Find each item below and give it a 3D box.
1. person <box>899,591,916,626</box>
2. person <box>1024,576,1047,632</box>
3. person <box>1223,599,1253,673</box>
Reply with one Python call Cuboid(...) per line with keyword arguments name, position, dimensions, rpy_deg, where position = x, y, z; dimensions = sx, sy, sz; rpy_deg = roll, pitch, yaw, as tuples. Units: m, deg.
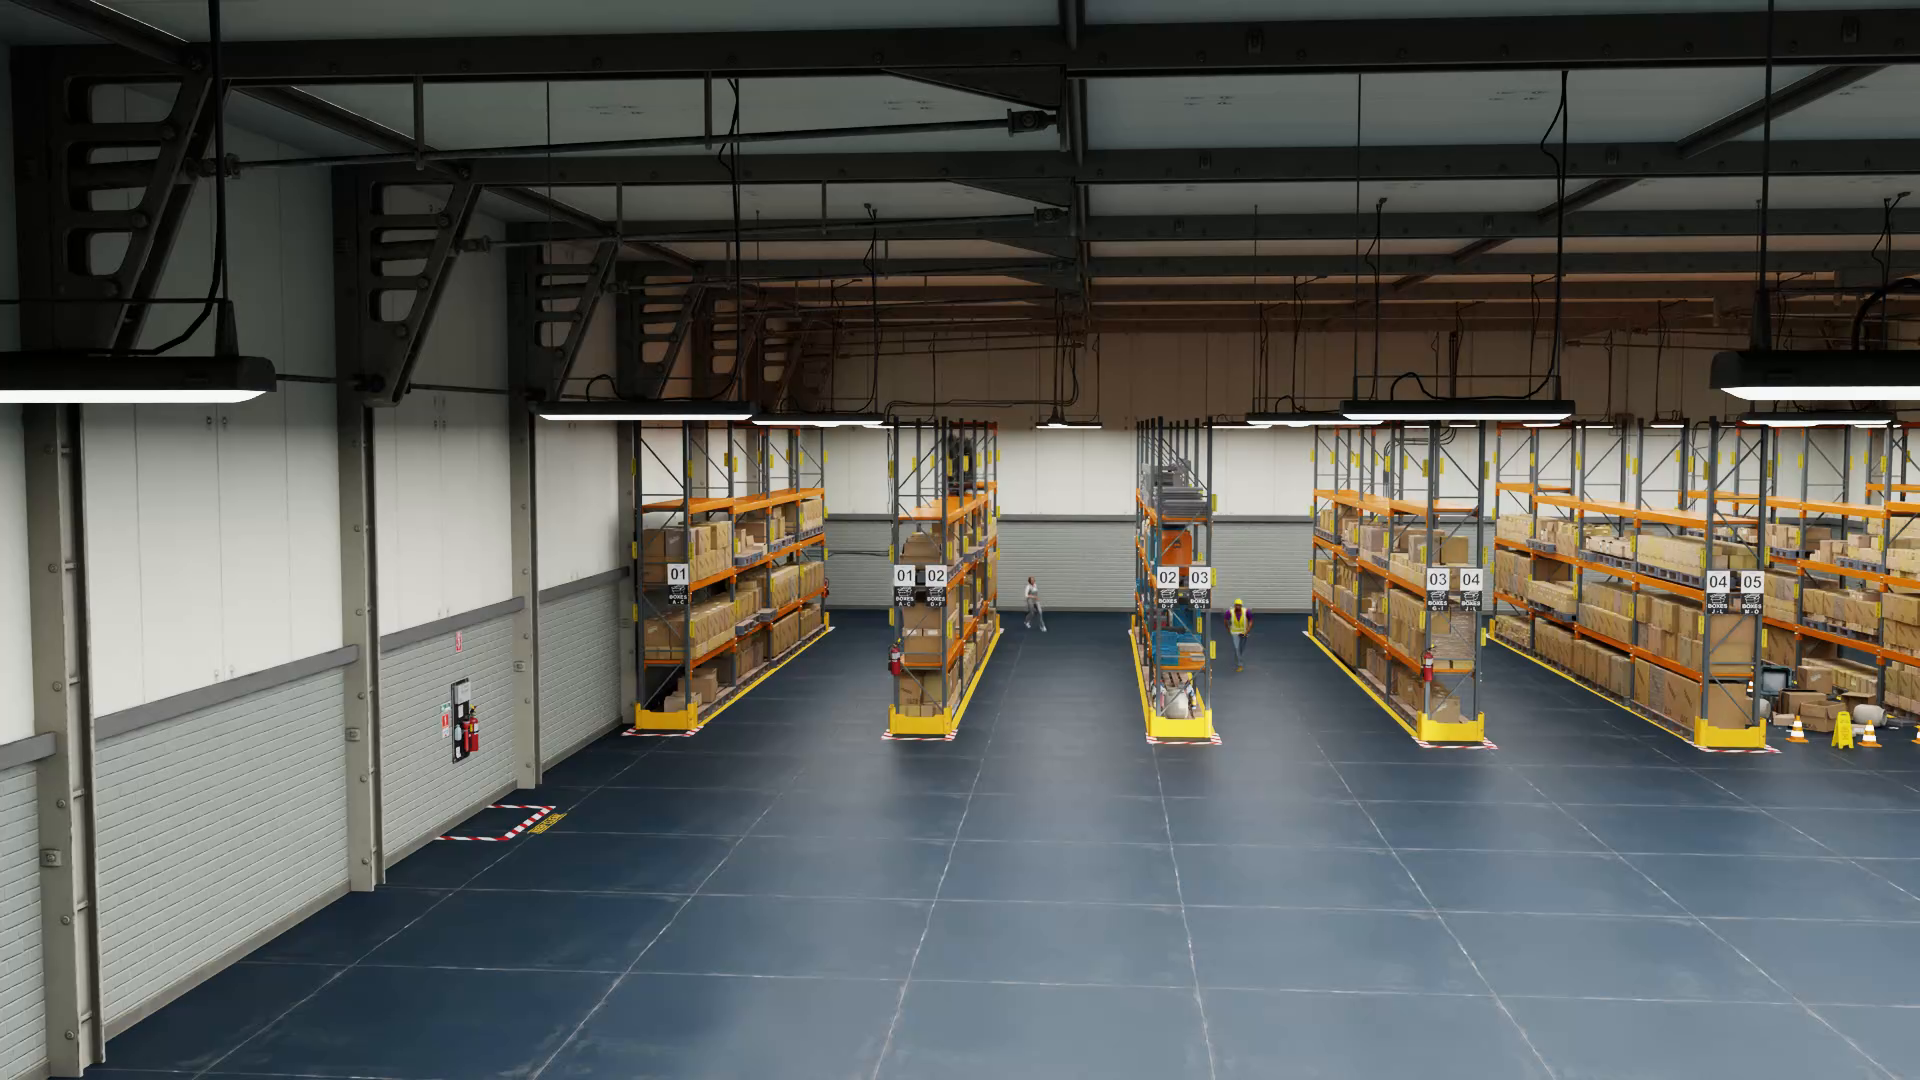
Cuboid(name="person", position=(-1.369, 1.780, 43.509), dimensions=(0.561, 1.672, 0.802), rpy_deg=(0, 4, 2))
Cuboid(name="person", position=(2.050, 1.820, 47.699), dimensions=(0.562, 1.582, 0.859), rpy_deg=(-3, 5, -38))
Cuboid(name="person", position=(6.688, 2.265, 39.991), dimensions=(0.700, 1.753, 1.030), rpy_deg=(0, 4, 2))
